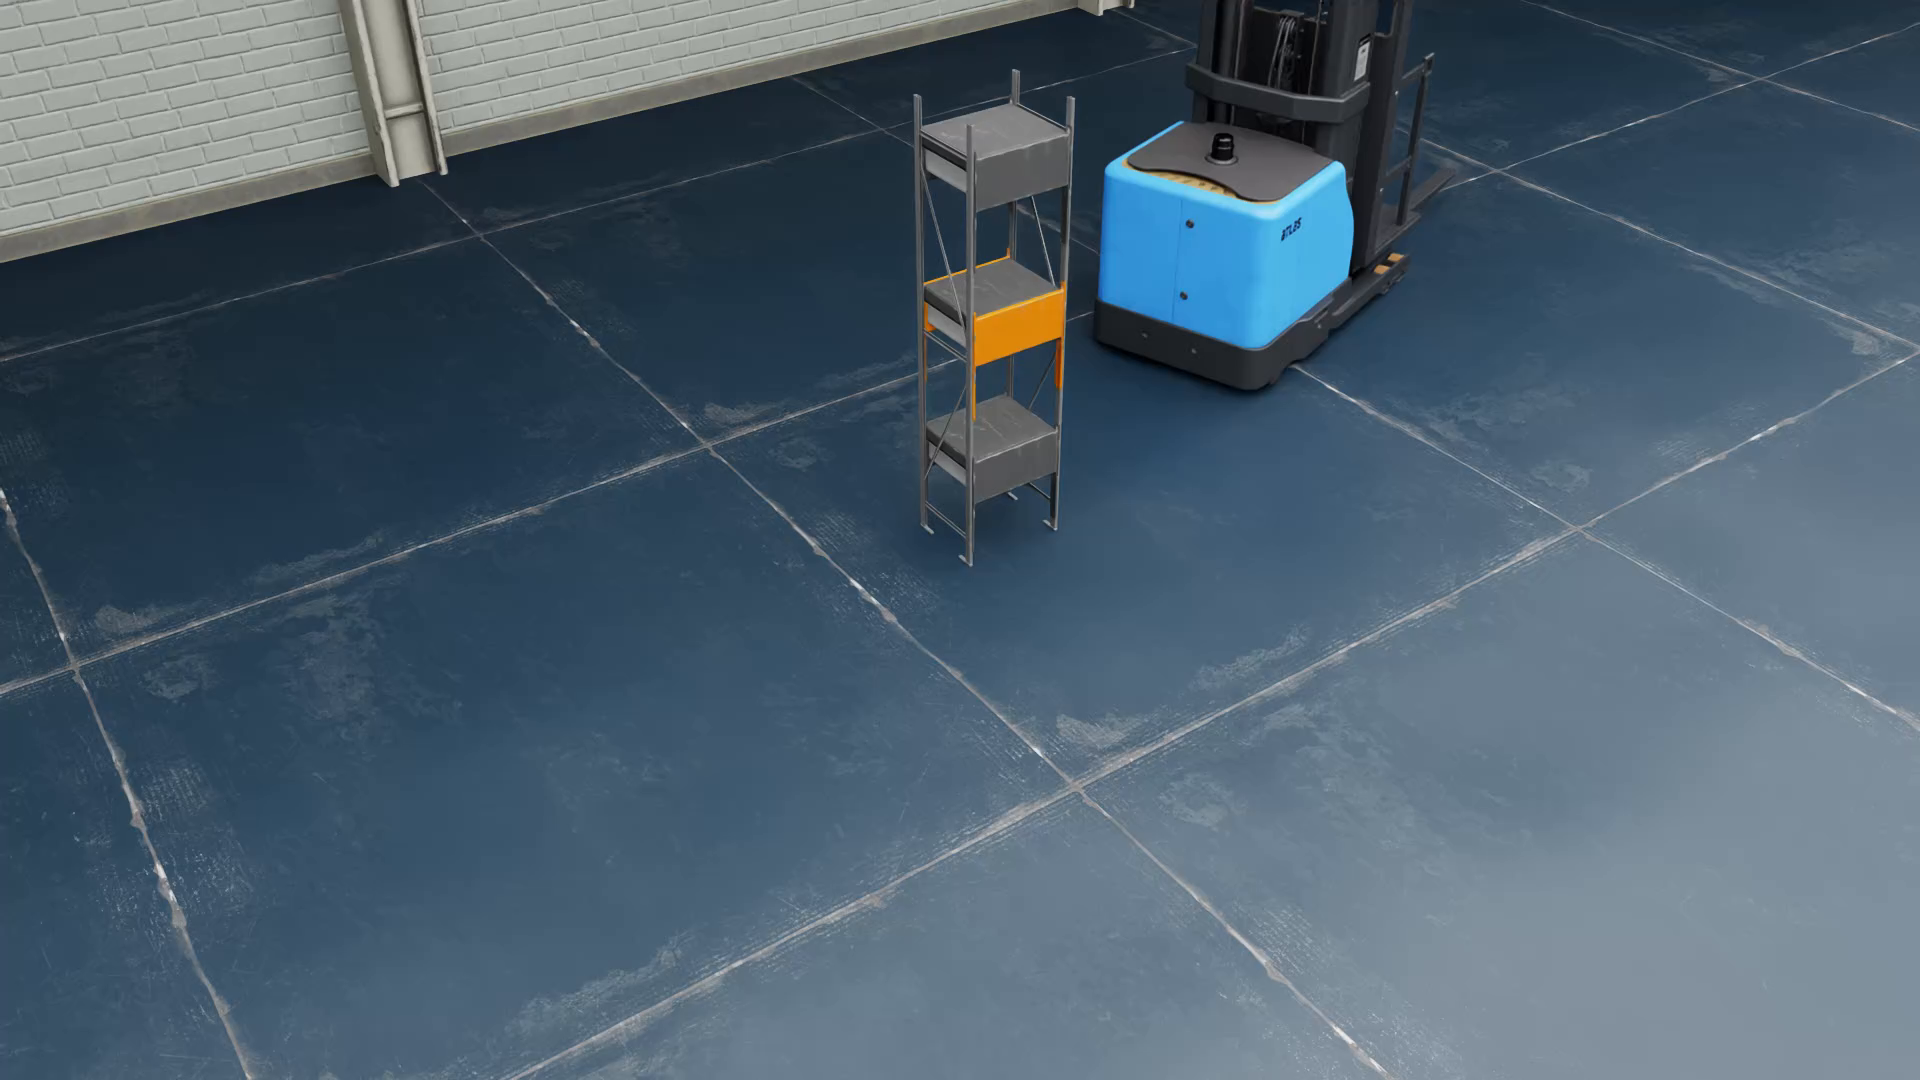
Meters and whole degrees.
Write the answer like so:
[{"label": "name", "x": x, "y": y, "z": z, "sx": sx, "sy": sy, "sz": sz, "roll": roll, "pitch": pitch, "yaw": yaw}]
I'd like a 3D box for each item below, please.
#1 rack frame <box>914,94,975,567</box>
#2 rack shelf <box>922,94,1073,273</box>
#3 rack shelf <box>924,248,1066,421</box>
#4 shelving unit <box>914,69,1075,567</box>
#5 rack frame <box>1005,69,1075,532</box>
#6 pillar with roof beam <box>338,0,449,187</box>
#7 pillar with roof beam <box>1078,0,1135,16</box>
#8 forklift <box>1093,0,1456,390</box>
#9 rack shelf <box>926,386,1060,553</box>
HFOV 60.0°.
[{"label": "rack frame", "x": -0.064, "y": -0.826, "z": 7.100, "sx": 0.015, "sy": 2.100, "sz": 0.400, "roll": -22, "pitch": 41, "yaw": -28}, {"label": "rack shelf", "x": 0.135, "y": -1.465, "z": 6.814, "sx": 0.480, "sy": 0.518, "sz": 0.431, "roll": -22, "pitch": 41, "yaw": -28}, {"label": "rack shelf", "x": 0.135, "y": -0.897, "z": 7.222, "sx": 0.480, "sy": 0.518, "sz": 0.431, "roll": -22, "pitch": 41, "yaw": -28}, {"label": "shelving unit", "x": 0.135, "y": -0.908, "z": 7.214, "sx": 0.503, "sy": 2.100, "sz": 0.431, "roll": -22, "pitch": 41, "yaw": -28}, {"label": "rack frame", "x": 0.335, "y": -0.990, "z": 7.328, "sx": 0.015, "sy": 2.100, "sz": 0.400, "roll": -22, "pitch": 41, "yaw": -28}, {"label": "pillar with roof beam", "x": -1.206, "y": -4.070, "z": 5.702, "sx": 0.400, "sy": 9.000, "sz": 9.100, "roll": -22, "pitch": 41, "yaw": -28}, {"label": "pillar with roof beam", "x": 3.698, "y": -6.088, "z": 8.508, "sx": 0.400, "sy": 9.000, "sz": 9.100, "roll": -22, "pitch": 41, "yaw": -28}, {"label": "forklift", "x": 2.015, "y": -2.787, "z": 9.115, "sx": 1.130, "sy": 2.935, "sz": 3.031, "roll": 23, "pitch": 42, "yaw": 29}, {"label": "rack shelf", "x": 0.135, "y": -0.329, "z": 7.631, "sx": 0.480, "sy": 0.518, "sz": 0.431, "roll": -22, "pitch": 41, "yaw": -28}]
